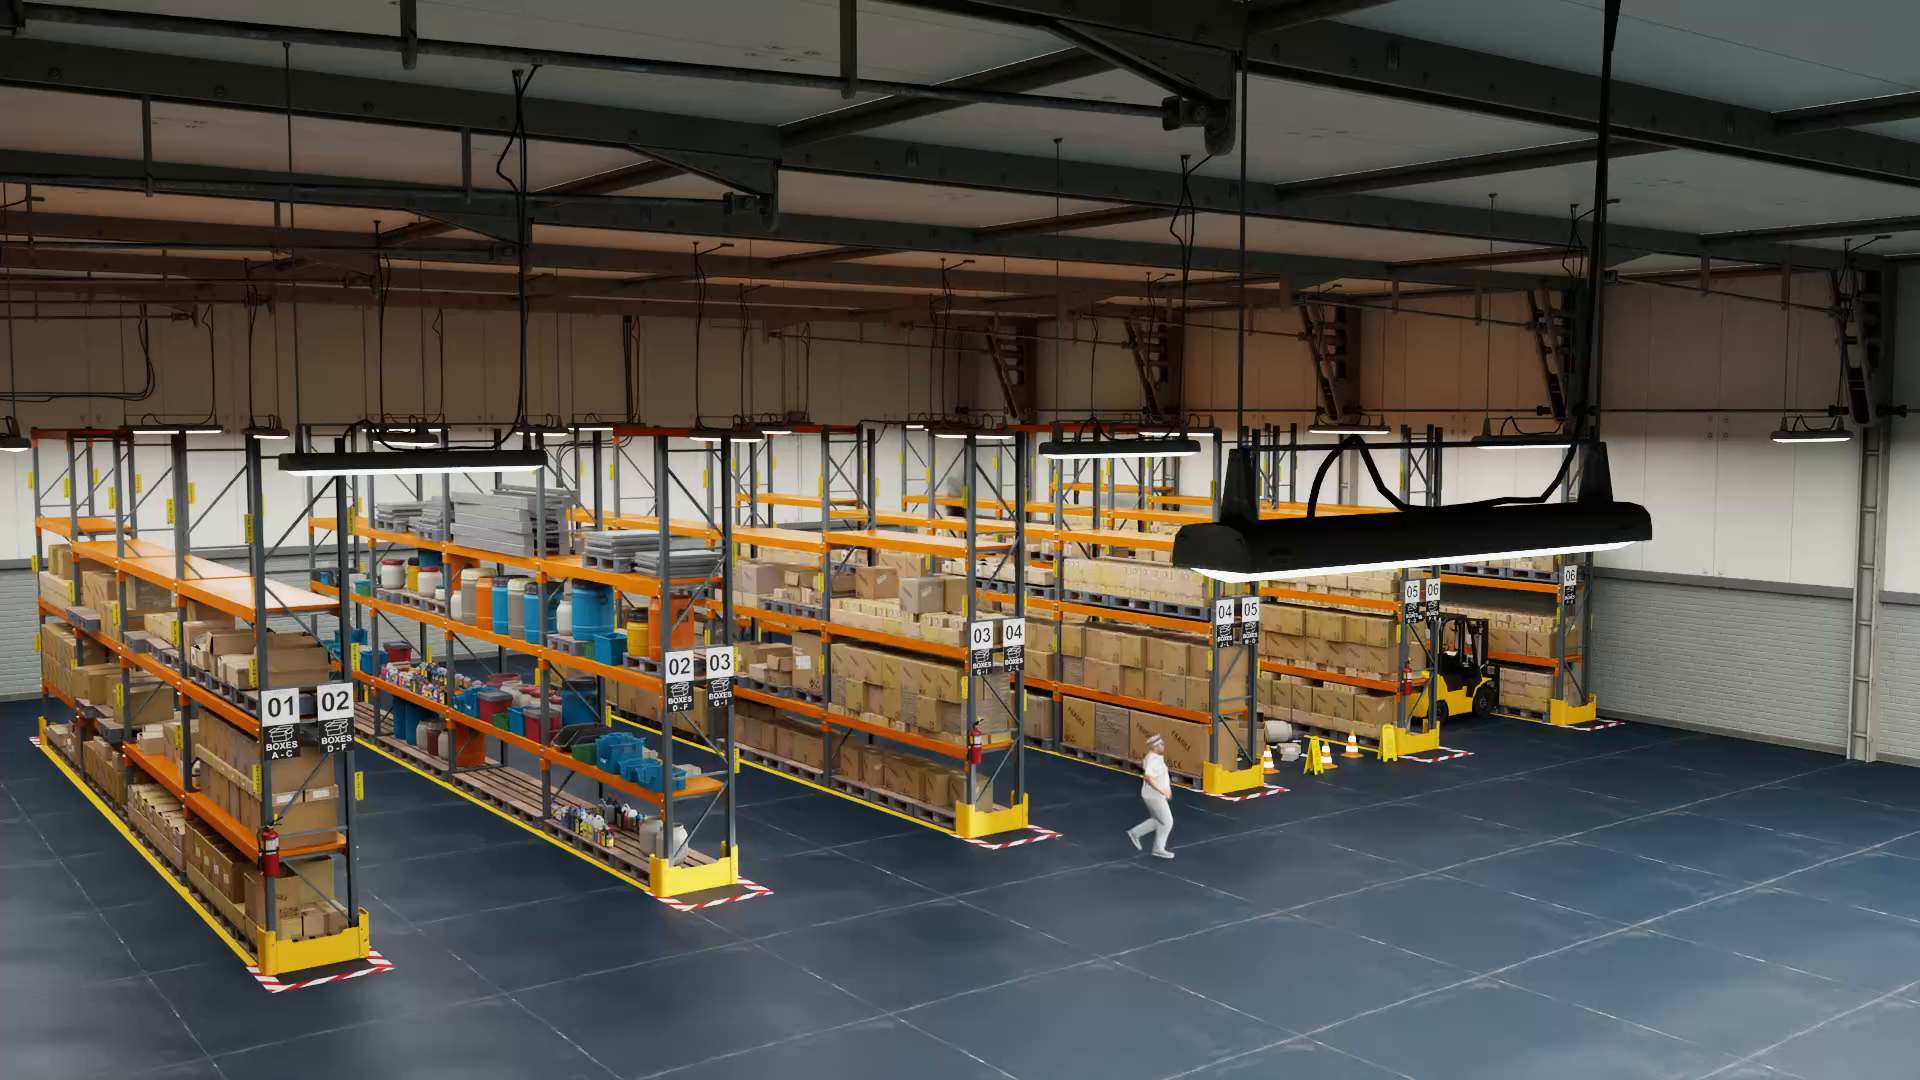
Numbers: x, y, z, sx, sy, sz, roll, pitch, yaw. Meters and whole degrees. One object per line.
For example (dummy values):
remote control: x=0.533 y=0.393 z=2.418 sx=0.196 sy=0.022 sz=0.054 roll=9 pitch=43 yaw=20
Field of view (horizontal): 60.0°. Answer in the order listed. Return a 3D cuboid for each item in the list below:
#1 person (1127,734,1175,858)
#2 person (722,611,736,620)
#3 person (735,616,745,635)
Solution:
person: x=2.720 y=3.613 z=23.513 sx=0.644 sy=1.759 sz=0.688 roll=0 pitch=4 yaw=2
person: x=-5.719 y=2.208 z=41.597 sx=0.603 sy=1.744 sz=0.700 roll=-4 pitch=6 yaw=-40
person: x=-5.619 y=2.259 z=41.717 sx=0.841 sy=1.581 sz=0.667 roll=0 pitch=4 yaw=-5
